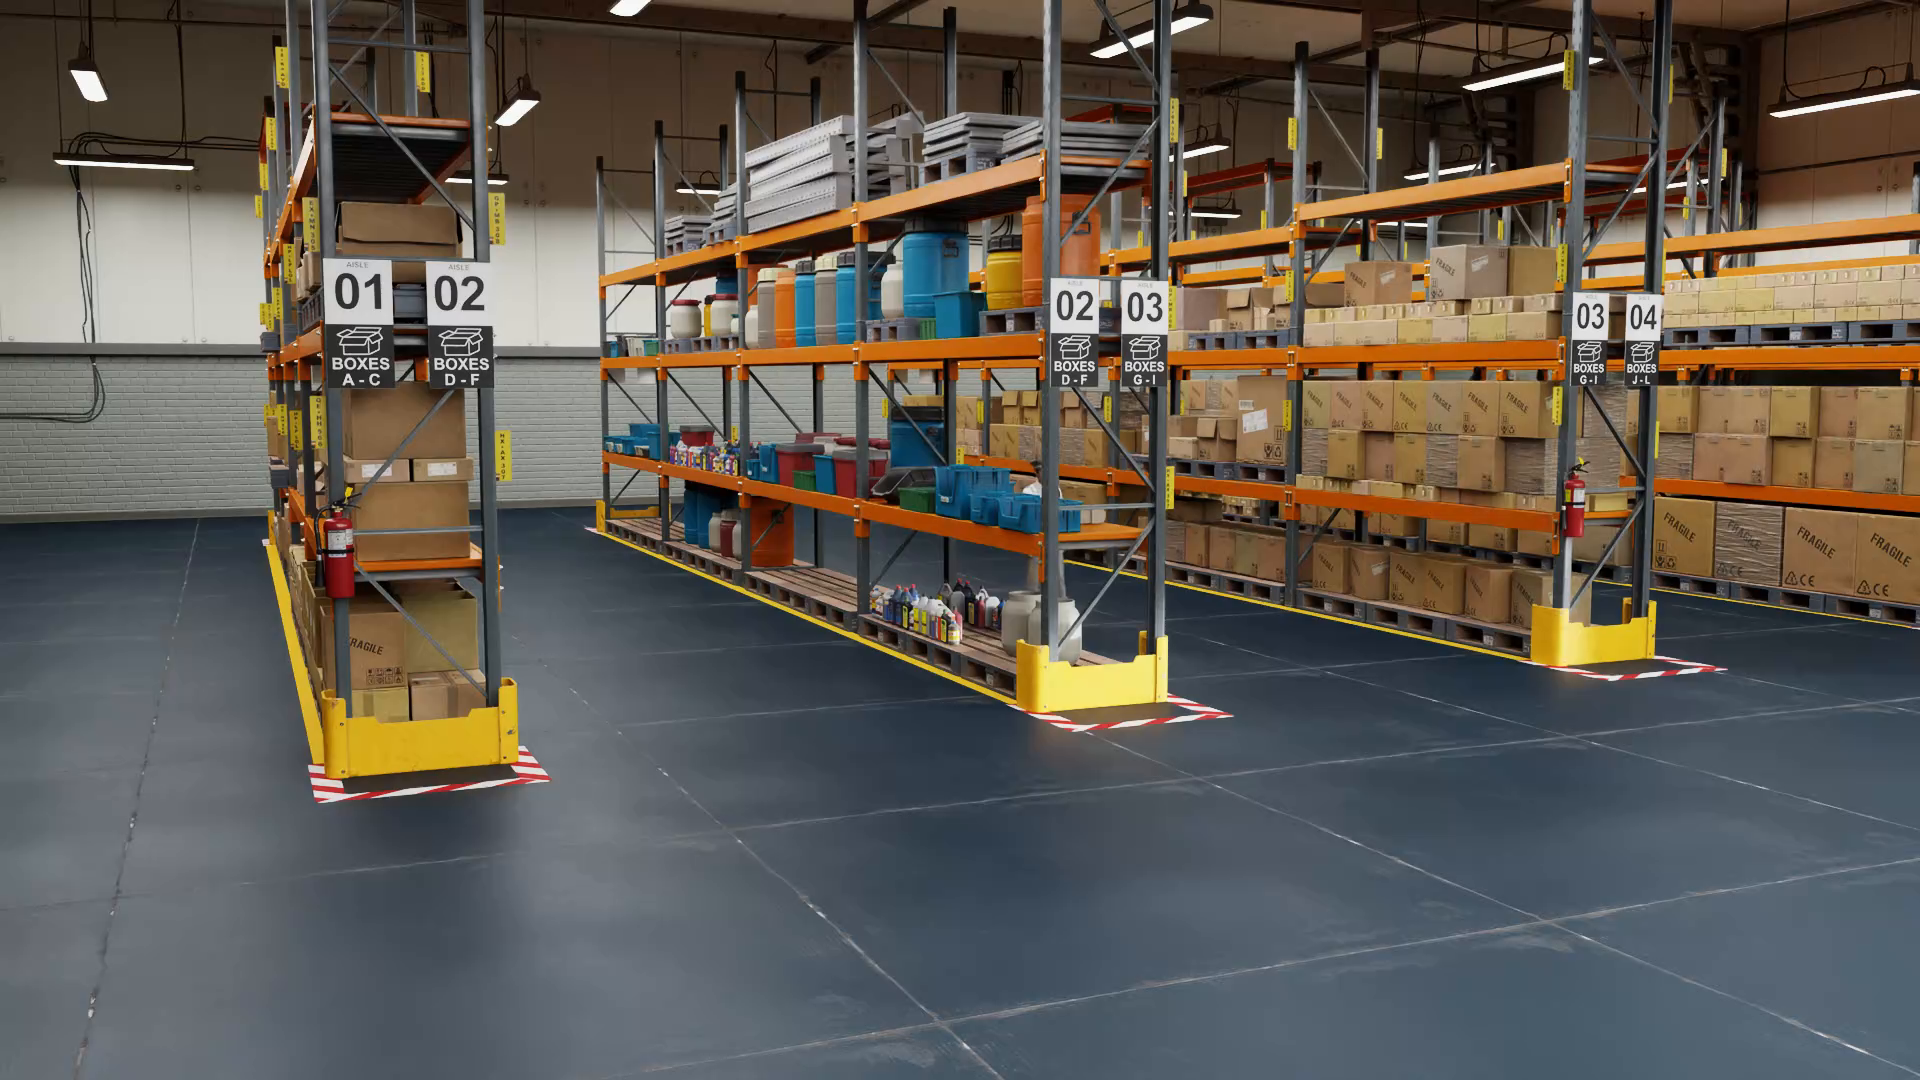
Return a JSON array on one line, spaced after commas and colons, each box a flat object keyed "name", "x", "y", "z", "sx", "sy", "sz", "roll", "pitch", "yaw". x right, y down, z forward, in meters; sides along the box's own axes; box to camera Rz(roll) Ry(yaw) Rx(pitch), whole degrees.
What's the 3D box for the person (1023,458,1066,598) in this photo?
[{"name": "person", "x": 0.899, "y": 0.003, "z": 16.765, "sx": 0.492, "sy": 1.680, "sz": 0.531, "roll": -2, "pitch": 6, "yaw": -22}]
